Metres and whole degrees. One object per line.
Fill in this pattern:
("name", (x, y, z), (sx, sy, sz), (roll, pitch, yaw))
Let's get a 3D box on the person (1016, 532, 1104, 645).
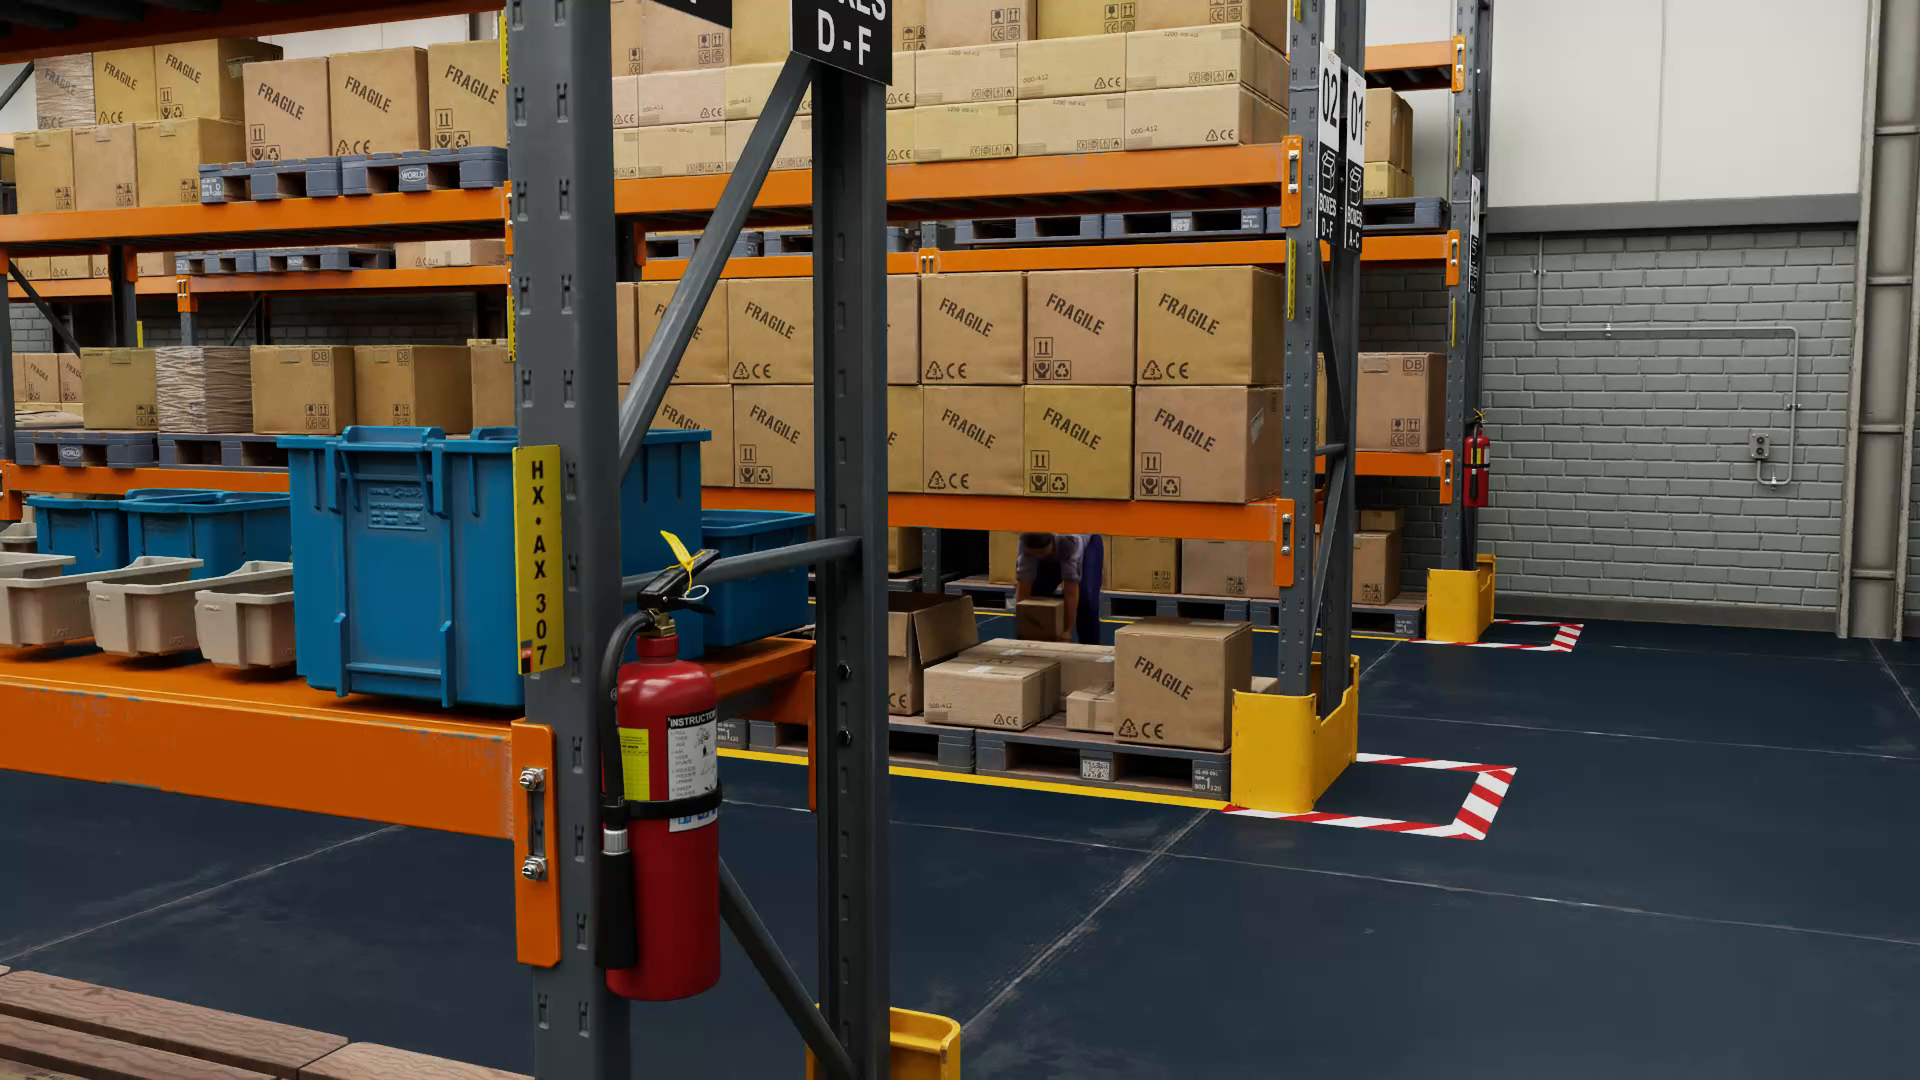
("person", (0.569, 0.352, 9.926), (0.478, 1.037, 0.907), (2, 6, 21))
